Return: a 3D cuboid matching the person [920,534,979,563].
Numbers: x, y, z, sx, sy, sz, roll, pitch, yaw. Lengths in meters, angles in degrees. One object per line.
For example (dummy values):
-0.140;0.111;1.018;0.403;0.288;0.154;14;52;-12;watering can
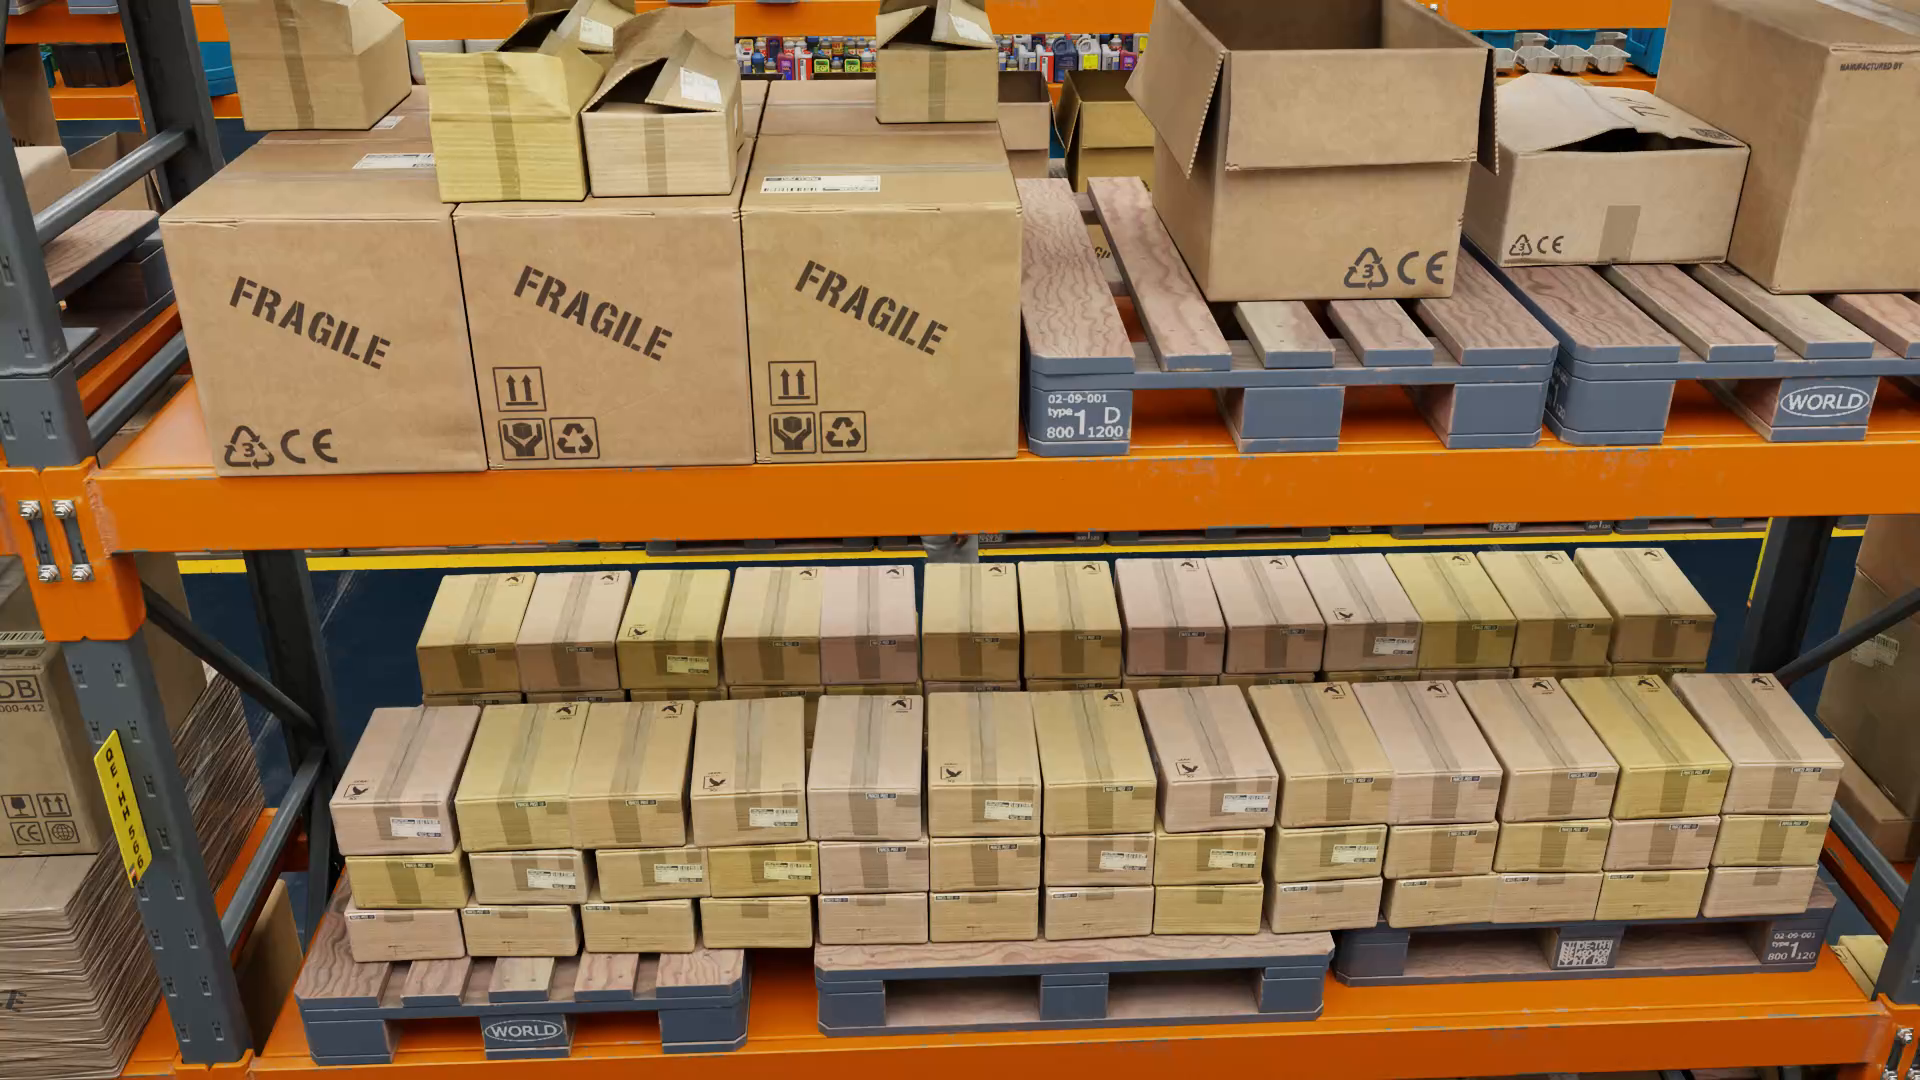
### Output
-0.029;-0.179;7.455;0.467;1.665;0.540;-2;28;-4;person
